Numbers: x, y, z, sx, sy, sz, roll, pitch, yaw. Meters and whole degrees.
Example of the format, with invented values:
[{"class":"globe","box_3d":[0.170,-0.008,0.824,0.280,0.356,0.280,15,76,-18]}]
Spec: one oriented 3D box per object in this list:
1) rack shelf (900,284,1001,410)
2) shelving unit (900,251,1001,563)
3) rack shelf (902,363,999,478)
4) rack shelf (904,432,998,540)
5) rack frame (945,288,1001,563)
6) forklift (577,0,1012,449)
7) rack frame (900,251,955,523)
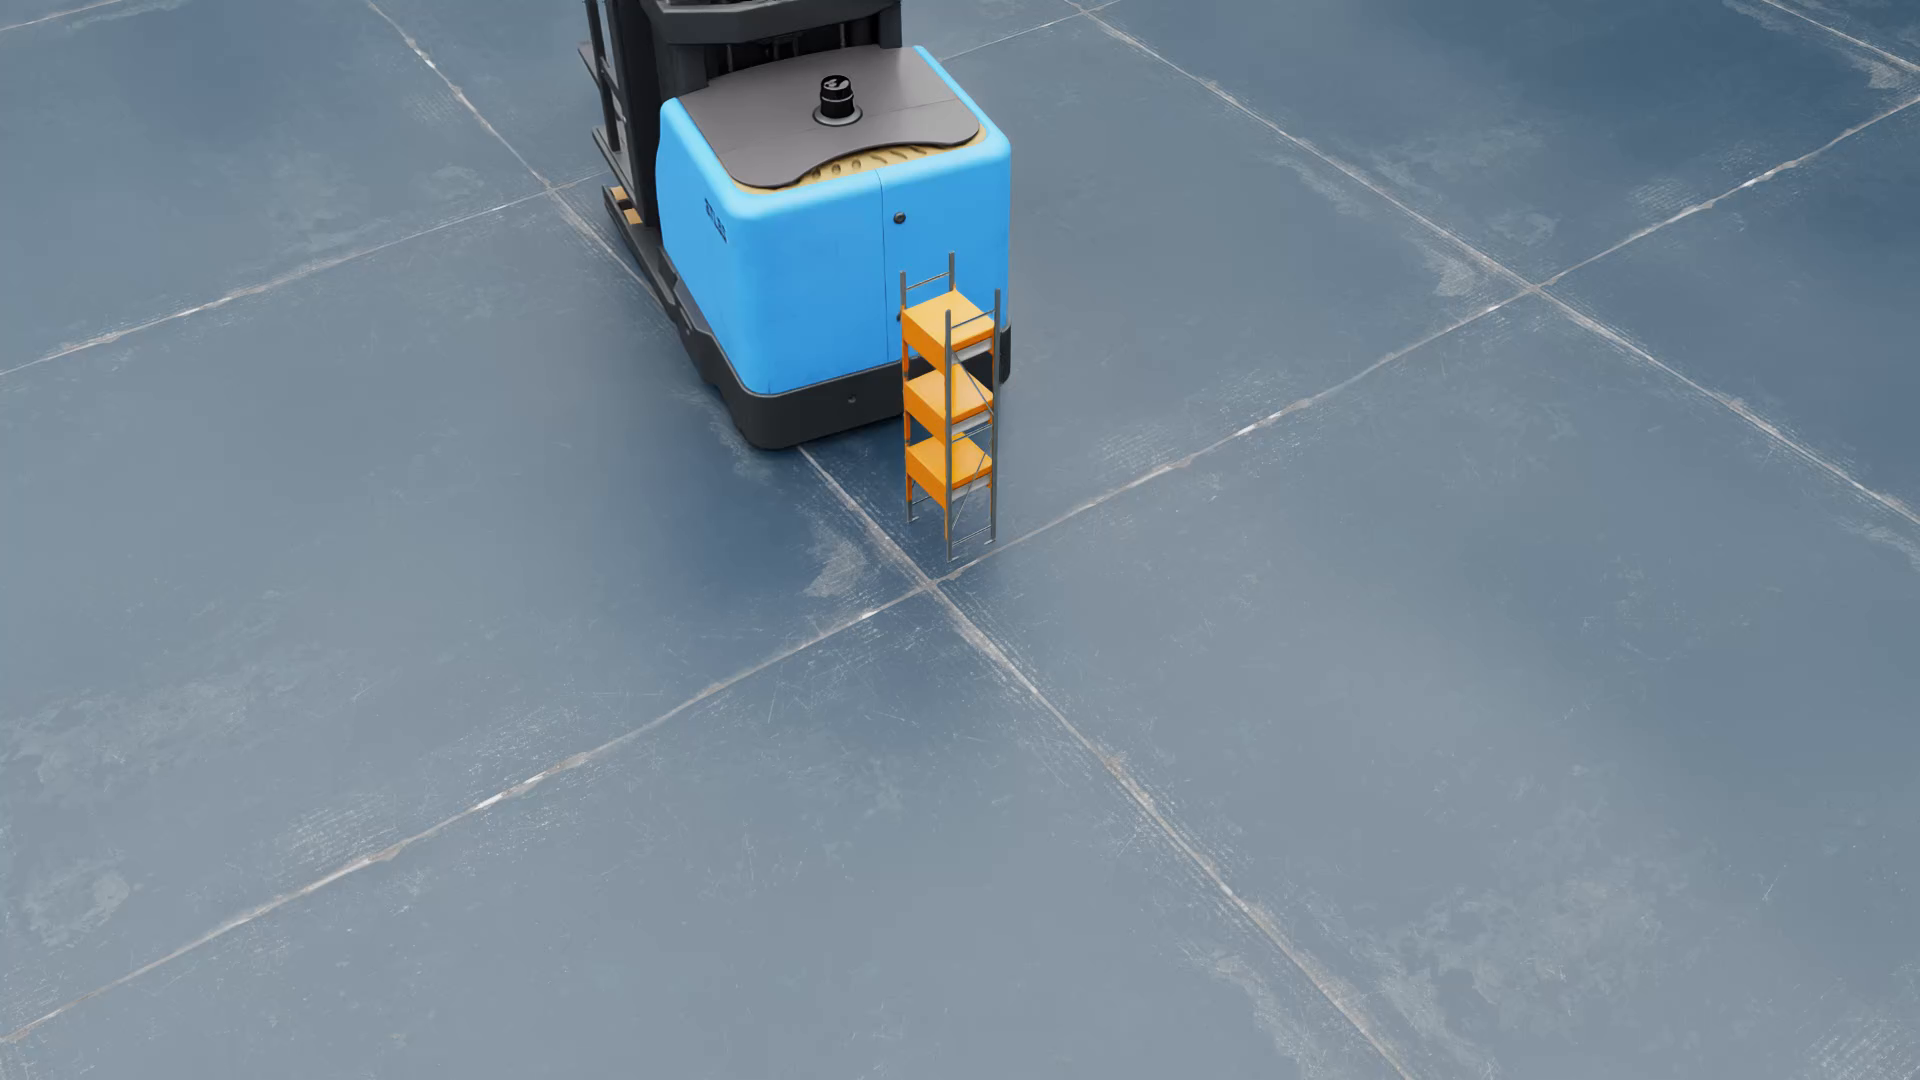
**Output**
[{"class":"rack shelf","box_3d":[-0.031,-0.608,5.231,0.215,0.259,0.240,-26,49,-24]},{"class":"shelving unit","box_3d":[-0.031,-0.410,5.419,0.215,1.050,0.252,-26,49,-24]},{"class":"rack shelf","box_3d":[-0.031,-0.402,5.427,0.215,0.259,0.240,-26,49,-24]},{"class":"rack shelf","box_3d":[-0.031,-0.201,5.618,0.215,0.259,0.240,-26,49,-24]},{"class":"rack frame","box_3d":[0.039,-0.341,5.347,0.200,1.050,0.008,-26,49,-24]},{"class":"forklift","box_3d":[-0.881,-2.412,6.154,1.130,2.935,3.031,-18,46,-17]},{"class":"rack frame","box_3d":[-0.100,-0.479,5.492,0.200,1.050,0.008,-26,49,-24]}]
